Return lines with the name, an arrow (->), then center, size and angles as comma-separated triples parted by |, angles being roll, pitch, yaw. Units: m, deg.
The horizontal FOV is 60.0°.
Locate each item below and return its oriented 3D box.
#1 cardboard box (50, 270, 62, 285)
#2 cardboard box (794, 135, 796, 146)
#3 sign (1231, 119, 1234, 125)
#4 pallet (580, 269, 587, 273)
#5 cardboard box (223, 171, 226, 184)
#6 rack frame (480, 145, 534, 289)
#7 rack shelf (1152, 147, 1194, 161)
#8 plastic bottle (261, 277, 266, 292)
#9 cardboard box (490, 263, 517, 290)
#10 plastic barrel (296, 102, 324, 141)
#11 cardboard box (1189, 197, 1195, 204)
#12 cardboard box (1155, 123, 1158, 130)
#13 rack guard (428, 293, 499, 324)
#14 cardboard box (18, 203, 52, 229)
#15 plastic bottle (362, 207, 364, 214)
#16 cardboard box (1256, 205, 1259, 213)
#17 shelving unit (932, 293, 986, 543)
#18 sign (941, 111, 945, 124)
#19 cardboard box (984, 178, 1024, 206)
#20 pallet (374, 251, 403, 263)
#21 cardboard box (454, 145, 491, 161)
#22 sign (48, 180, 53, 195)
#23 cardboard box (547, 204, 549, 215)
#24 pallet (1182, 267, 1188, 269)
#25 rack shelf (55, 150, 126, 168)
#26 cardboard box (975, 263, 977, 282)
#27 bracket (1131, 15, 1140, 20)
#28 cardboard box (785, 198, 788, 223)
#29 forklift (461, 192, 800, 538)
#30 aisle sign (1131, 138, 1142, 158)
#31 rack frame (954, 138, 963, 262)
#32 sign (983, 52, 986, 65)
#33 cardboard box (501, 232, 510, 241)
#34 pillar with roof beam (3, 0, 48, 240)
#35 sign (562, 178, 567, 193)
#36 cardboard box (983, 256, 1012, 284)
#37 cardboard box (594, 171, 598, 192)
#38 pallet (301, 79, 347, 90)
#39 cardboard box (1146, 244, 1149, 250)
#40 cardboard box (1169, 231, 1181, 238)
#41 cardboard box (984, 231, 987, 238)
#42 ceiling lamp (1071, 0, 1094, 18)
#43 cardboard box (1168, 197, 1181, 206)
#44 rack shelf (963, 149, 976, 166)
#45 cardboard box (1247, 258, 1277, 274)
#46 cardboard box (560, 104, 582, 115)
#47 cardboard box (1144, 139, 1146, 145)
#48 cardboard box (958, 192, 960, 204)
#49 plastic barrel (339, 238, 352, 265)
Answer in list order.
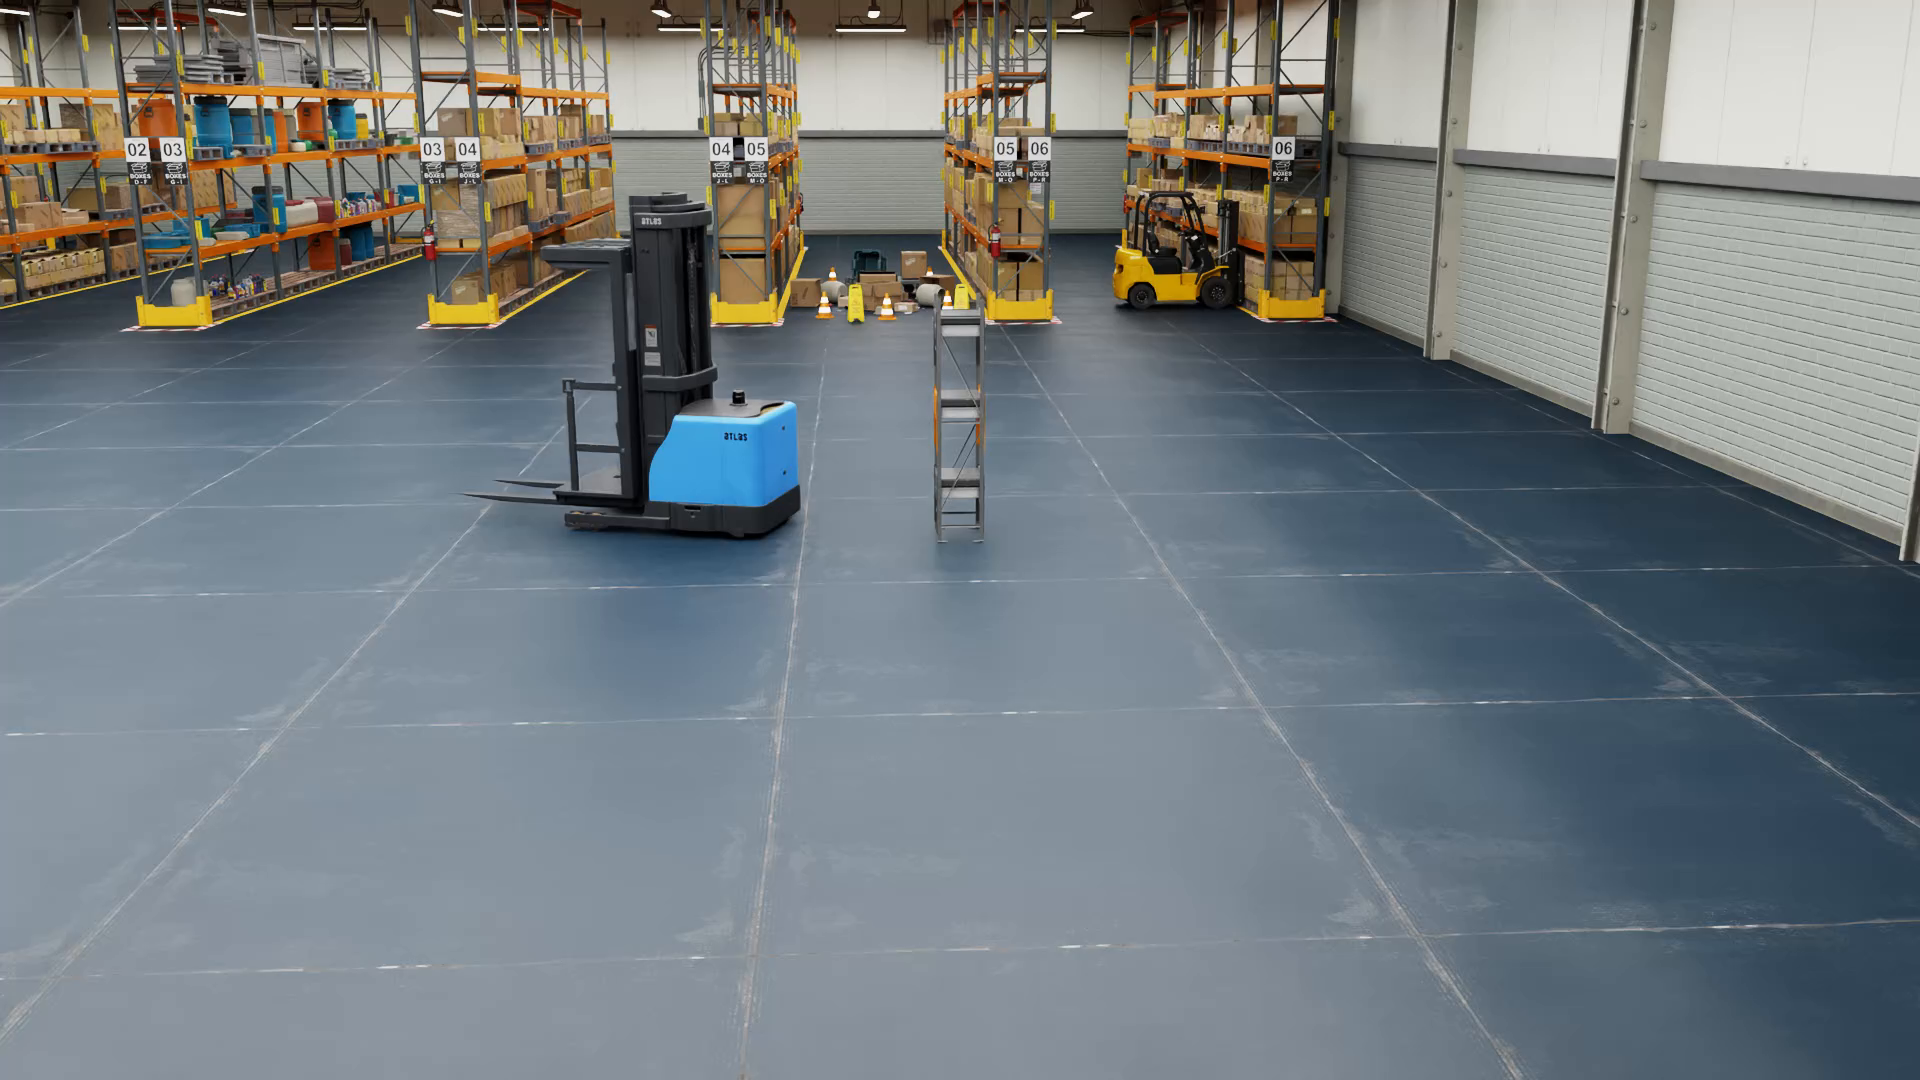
cardboard box -> -18.780, -5.380, 34.091 | 0.500, 0.250, 0.500 | -1, 14, -5
cardboard box -> -4.407, -10.095, 42.021 | 0.500, 0.250, 0.500 | 0, 14, -1
sign -> 6.102, -9.273, 37.332 | 0.100, 0.325, 0.005 | -1, 14, -3
pallet -> -9.344, -6.444, 39.149 | 1.003, 0.211, 1.213 | -1, 14, -3
cardboard box -> -19.347, -9.433, 42.961 | 0.500, 0.500, 0.500 | 0, 14, -2
rack frame -> -9.050, -6.300, 32.992 | 1.000, 3.000, 0.127 | -1, 14, -3
rack shelf -> 5.423, -9.127, 39.404 | 1.077, 0.370, 4.000 | -1, 14, -3
plastic bottle -> -13.634, -5.007, 32.533 | 0.061, 0.283, 0.133 | 0, 14, -1
cardboard box -> -9.065, -5.193, 32.862 | 0.500, 0.500, 0.500 | -1, 14, -5
plastic barrel -> -14.273, -9.224, 36.631 | 0.600, 0.830, 0.708 | -1, 14, -3
cardboard box -> 5.361, -7.456, 36.783 | 0.500, 0.250, 0.500 | 0, 14, -2
cardboard box -> 4.941, -10.037, 40.360 | 0.380, 0.149, 0.250 | -1, 14, -4
rack guard -> -8.807, -4.114, 29.511 | 1.175, 0.500, 0.348 | -1, 14, -3
cardboard box -> -19.032, -6.643, 34.126 | 0.500, 0.500, 0.500 | -1, 14, -3
plastic bottle -> -14.045, -7.746, 39.010 | 0.097, 0.201, 0.097 | 0, 14, 0
cardboard box -> 5.737, -6.171, 30.987 | 0.380, 0.149, 0.250 | -1, 14, -4
shelving unit -> -0.010, -1.058, 14.425 | 0.431, 2.100, 0.503 | -1, 14, -3
sign -> -0.457, -11.345, 44.666 | 0.100, 0.325, 0.005 | -1, 14, -3
cardboard box -> 0.816, -6.385, 30.517 | 0.700, 0.500, 0.500 | -1, 14, -3
pallet -> -14.573, -7.045, 41.484 | 1.003, 0.211, 1.213 | -1, 14, -3
cardboard box -> -8.574, -6.809, 29.252 | 0.500, 0.250, 0.500 | 0, 14, -2
sign -> -19.726, -7.654, 36.092 | 0.100, 0.325, 0.005 | -1, 14, -3
cardboard box -> -8.925, -7.023, 35.227 | 0.396, 0.266, 0.258 | -1, 14, -5
pallet -> 5.559, -5.970, 37.304 | 1.003, 0.211, 1.213 | -1, 14, -3
rack shelf -> -19.309, -8.744, 37.917 | 1.077, 0.370, 4.000 | -1, 14, -3
cardboard box -> 0.806, -5.514, 34.369 | 0.950, 0.372, 0.625 | -1, 14, -3
bracket -> 5.257, -15.535, 49.622 | 0.235, 0.232, 0.430 | -1, 14, -3
cardboard box -> -4.016, -7.163, 36.145 | 0.500, 0.500, 0.500 | -1, 14, -3
forklift -> -3.046, -1.617, 14.929 | 3.031, 2.935, 1.130 | 4, 15, 14
aisle sign -> 4.754, -10.786, 45.212 | 0.394, 0.787, 0.004 | -1, 14, -3
rack frame -> 0.346, -8.443, 41.320 | 1.000, 3.000, 0.127 | -1, 14, -3
sign -> 0.640, -12.838, 44.331 | 0.100, 0.325, 0.005 | -1, 14, -3
cardboard box -> -8.578, -5.633, 30.903 | 0.380, 0.149, 0.250 | -1, 14, -3
pillar with roof beam -> -21.359, -12.685, 45.768 | 9.100, 9.000, 0.548 | -1, 14, -3
sign -> -8.757, -7.828, 36.766 | 0.100, 0.325, 0.005 | -1, 14, -3
cardboard box -> 0.719, -5.144, 31.668 | 0.500, 0.500, 0.500 | -1, 14, -5
cardboard box -> -9.343, -8.970, 41.568 | 0.500, 0.500, 0.500 | -1, 14, -3
pallet -> -14.255, -10.018, 36.586 | 1.213, 0.211, 1.003 | -1, 14, -3
cardboard box -> 4.972, -7.477, 42.445 | 0.380, 0.149, 0.250 | -1, 14, -5
cardboard box -> 5.210, -7.281, 39.678 | 0.380, 0.149, 0.250 | -2, 15, -6
cardboard box -> 0.654, -5.867, 31.815 | 0.380, 0.149, 0.250 | -1, 14, -4
ceiling lamp -> 3.158, -14.010, 39.204 | 0.800, 3.185, 2.000 | -1, 14, -3
cardboard box -> 5.159, -7.913, 38.721 | 0.500, 0.250, 0.500 | -2, 15, -6
rack shelf -> 0.717, -8.055, 35.236 | 1.077, 0.370, 4.000 | -1, 14, -3
cardboard box -> 5.666, -5.128, 31.107 | 0.500, 0.250, 0.500 | -1, 14, -2
cardboard box -> -9.597, -10.640, 41.090 | 0.500, 0.250, 0.500 | -2, 15, -7
cardboard box -> 4.943, -10.255, 42.846 | 0.380, 0.149, 0.250 | -1, 14, -3
cardboard box -> 0.222, -7.988, 38.851 | 0.500, 0.250, 0.500 | -1, 14, -5
plastic barrel -> -14.358, -6.656, 38.373 | 0.600, 0.588, 0.708 | -1, 14, -3
